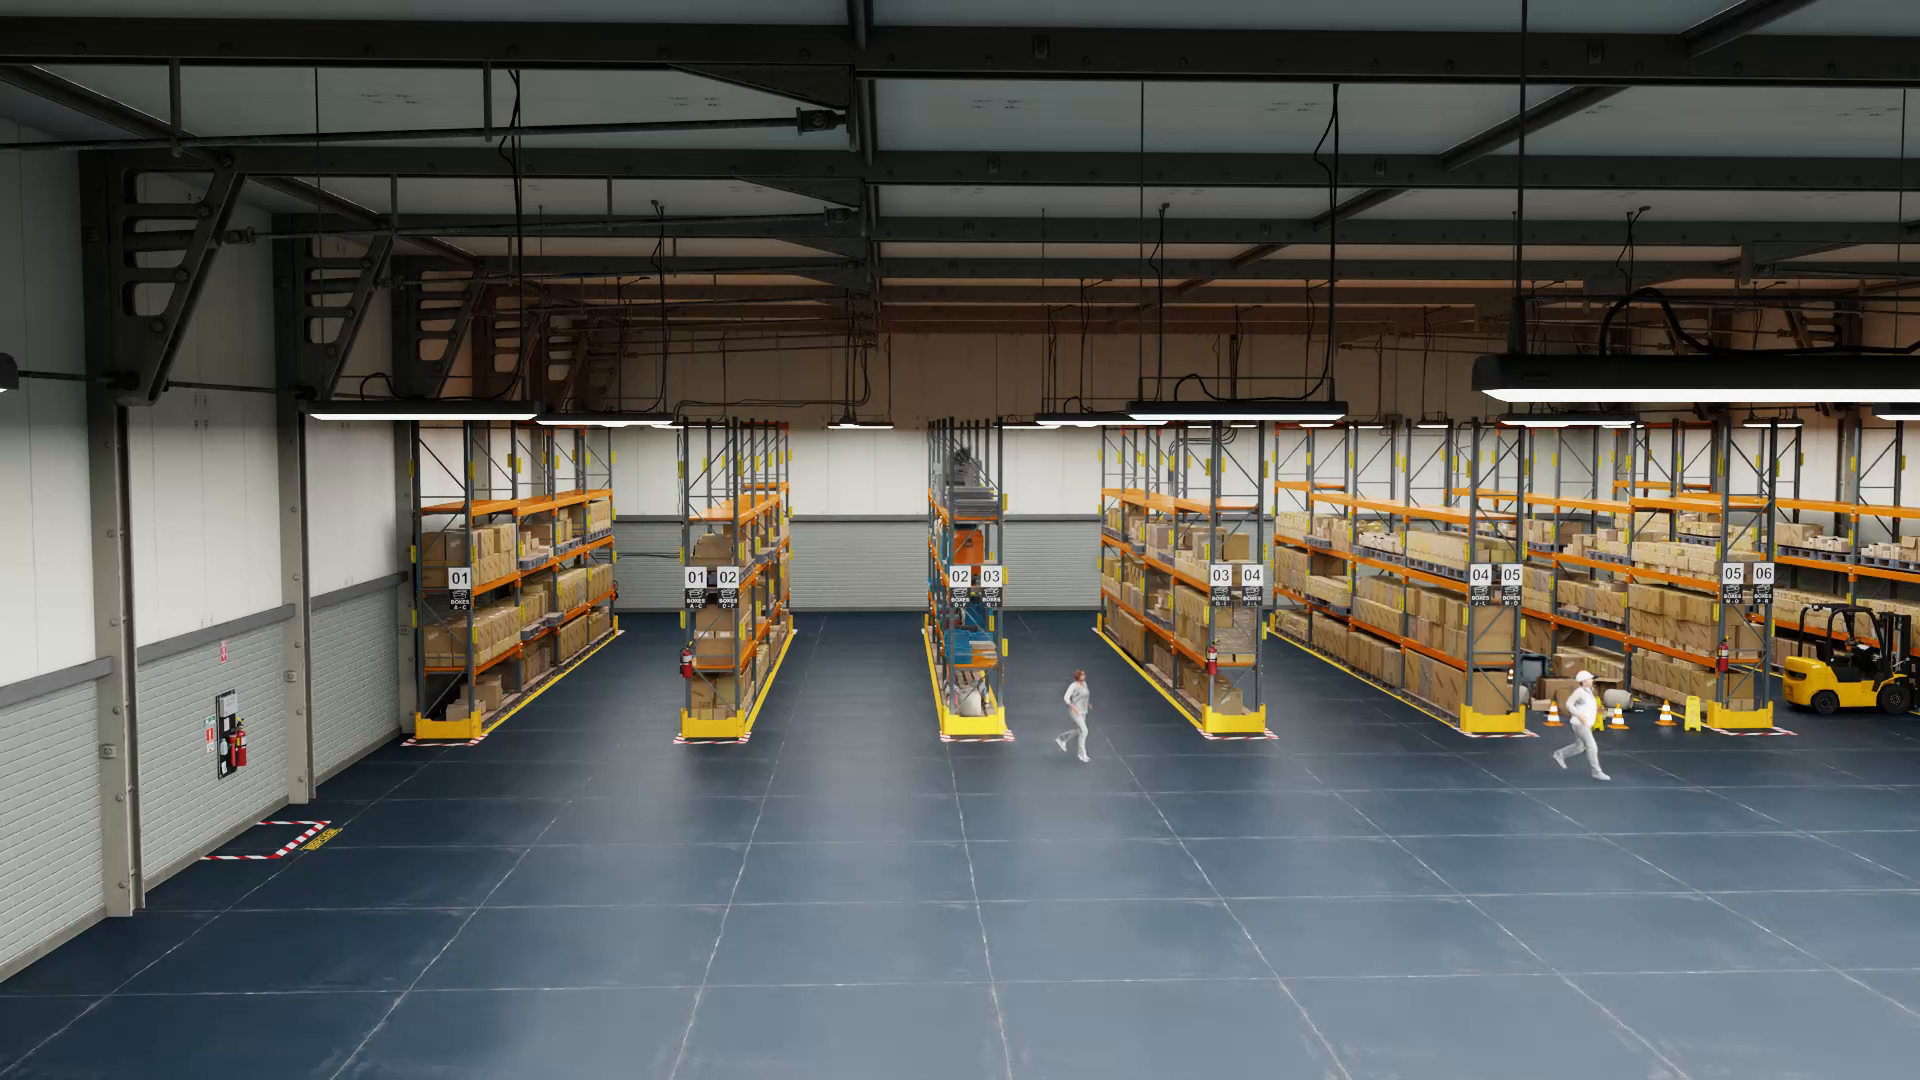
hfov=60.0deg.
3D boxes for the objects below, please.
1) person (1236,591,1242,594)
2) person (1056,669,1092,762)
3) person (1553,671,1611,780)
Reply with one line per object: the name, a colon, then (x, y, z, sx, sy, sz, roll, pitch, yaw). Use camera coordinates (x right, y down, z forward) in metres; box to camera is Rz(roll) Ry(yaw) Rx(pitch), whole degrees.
person: (7.931, 1.770, 47.642, 0.745, 1.723, 0.775, 2, 4, 30)
person: (1.997, 3.037, 29.063, 0.732, 1.609, 0.525, 3, 5, 36)
person: (10.264, 3.031, 27.447, 0.997, 1.751, 0.664, 3, 5, 36)
